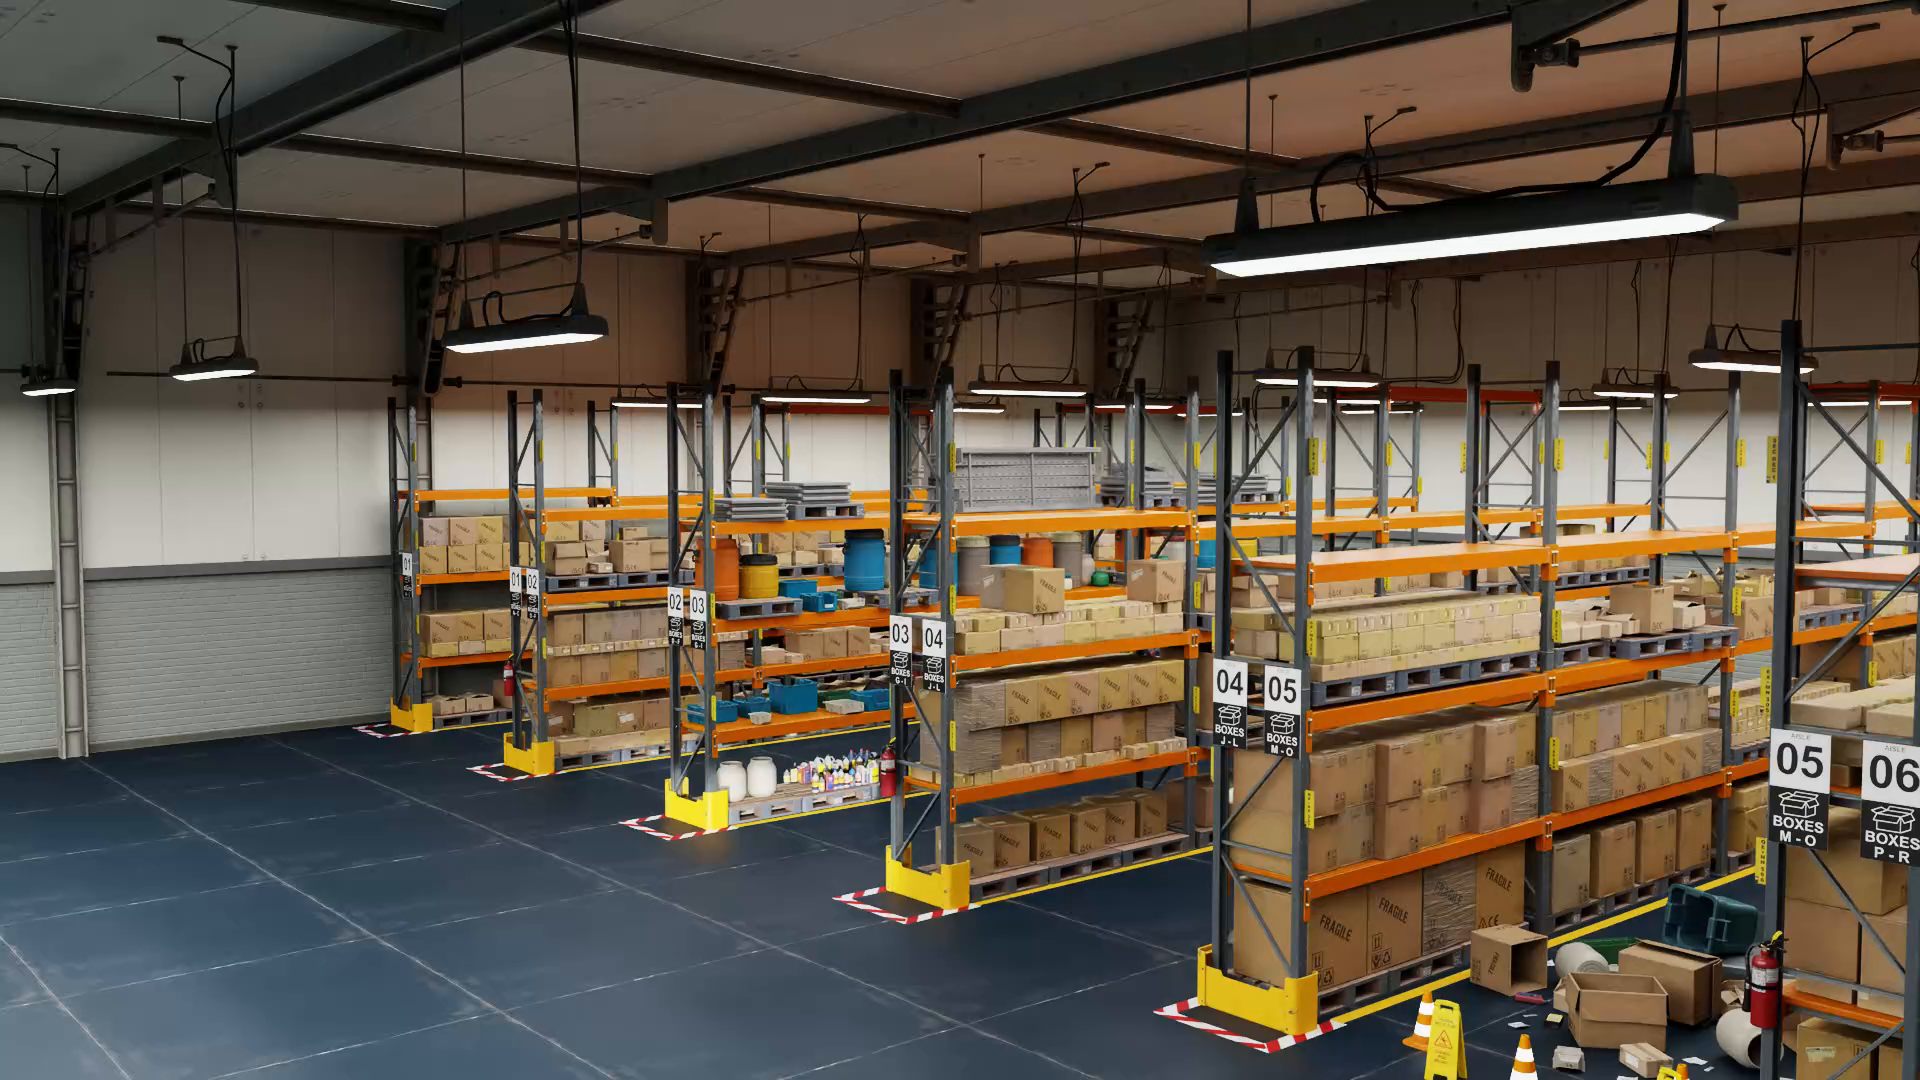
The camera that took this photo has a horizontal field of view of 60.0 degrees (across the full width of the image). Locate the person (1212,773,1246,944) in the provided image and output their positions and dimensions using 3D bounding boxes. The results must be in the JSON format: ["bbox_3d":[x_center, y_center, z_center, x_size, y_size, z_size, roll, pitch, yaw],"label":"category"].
[{"bbox_3d":[2.971,3.236,17.469,0.689,1.796,0.928,3,4,39],"label":"person"}]
